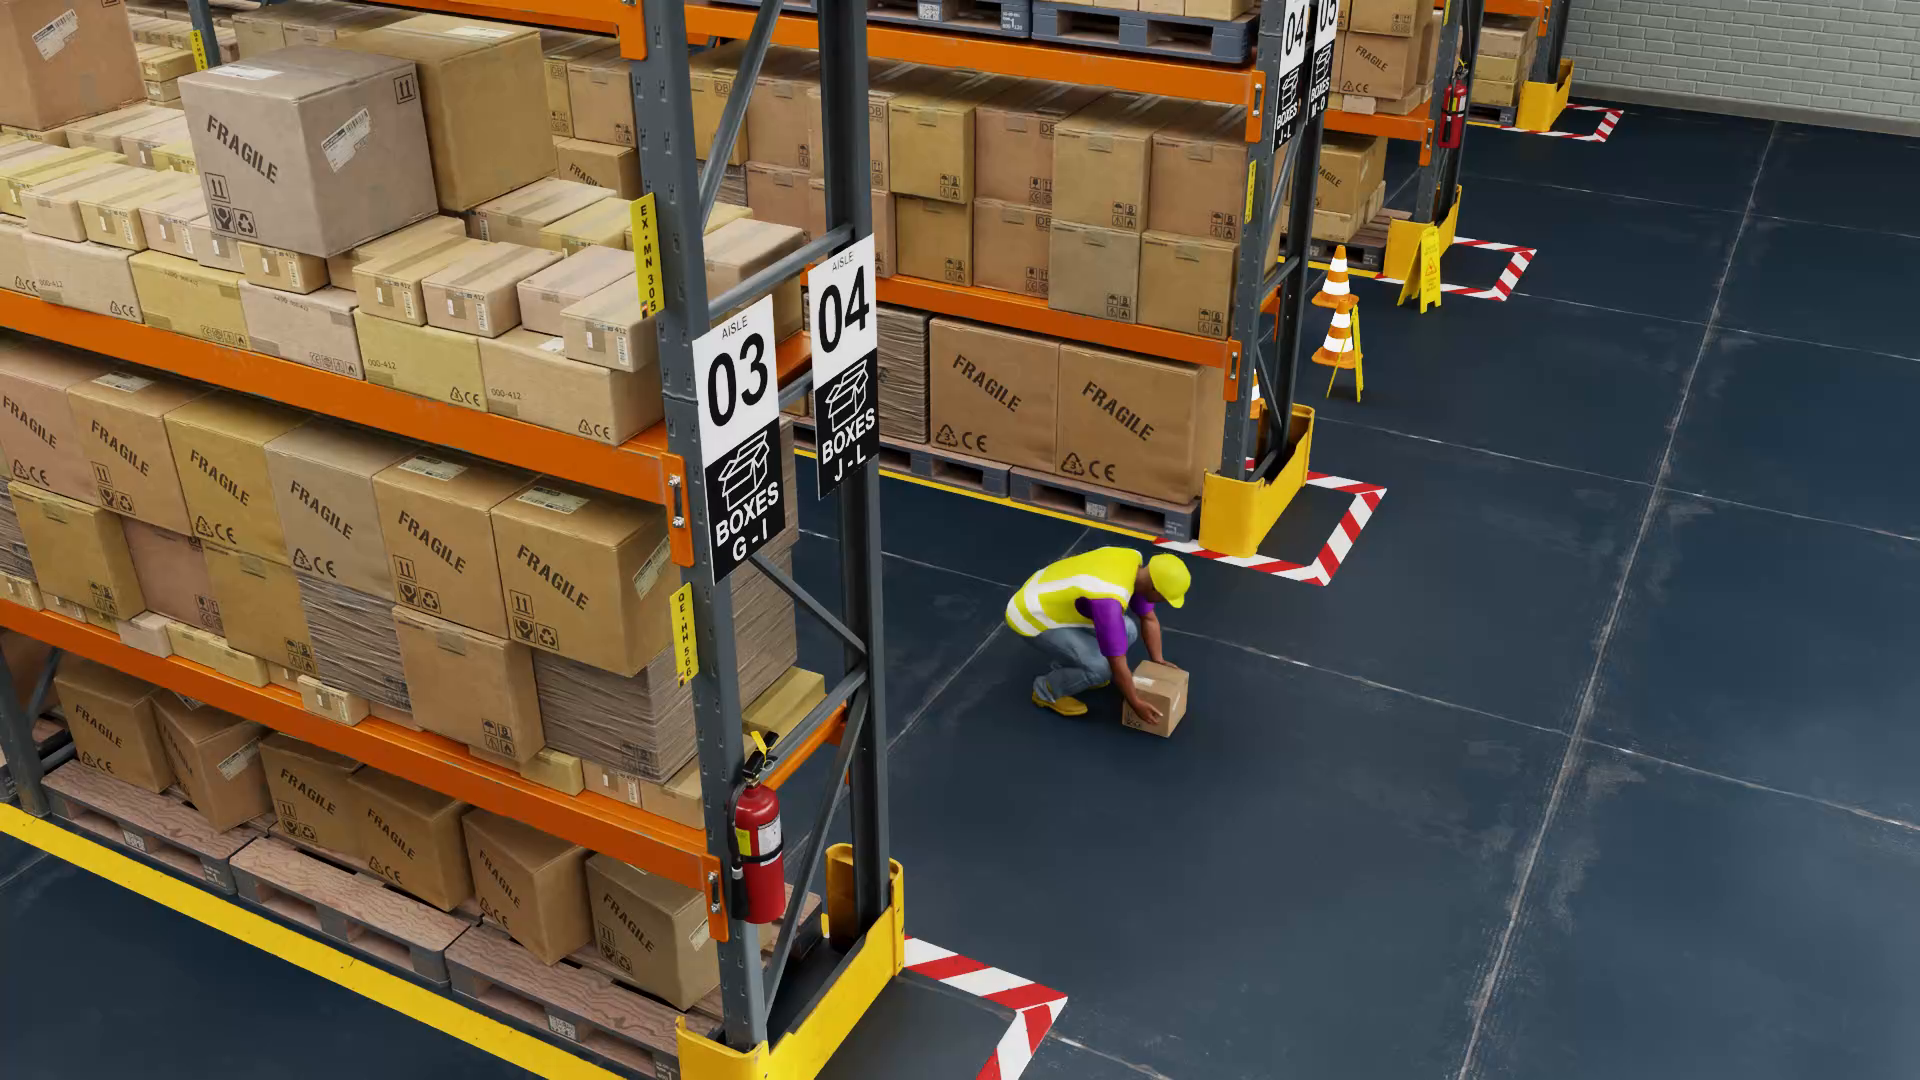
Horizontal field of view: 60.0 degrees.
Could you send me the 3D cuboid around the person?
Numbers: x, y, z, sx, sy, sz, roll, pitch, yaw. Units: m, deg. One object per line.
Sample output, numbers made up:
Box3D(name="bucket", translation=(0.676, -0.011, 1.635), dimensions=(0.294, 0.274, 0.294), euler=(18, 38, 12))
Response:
Box3D(name="person", translation=(0.701, 0.413, 8.399), dimensions=(0.897, 0.926, 0.569), euler=(14, 33, 23))
